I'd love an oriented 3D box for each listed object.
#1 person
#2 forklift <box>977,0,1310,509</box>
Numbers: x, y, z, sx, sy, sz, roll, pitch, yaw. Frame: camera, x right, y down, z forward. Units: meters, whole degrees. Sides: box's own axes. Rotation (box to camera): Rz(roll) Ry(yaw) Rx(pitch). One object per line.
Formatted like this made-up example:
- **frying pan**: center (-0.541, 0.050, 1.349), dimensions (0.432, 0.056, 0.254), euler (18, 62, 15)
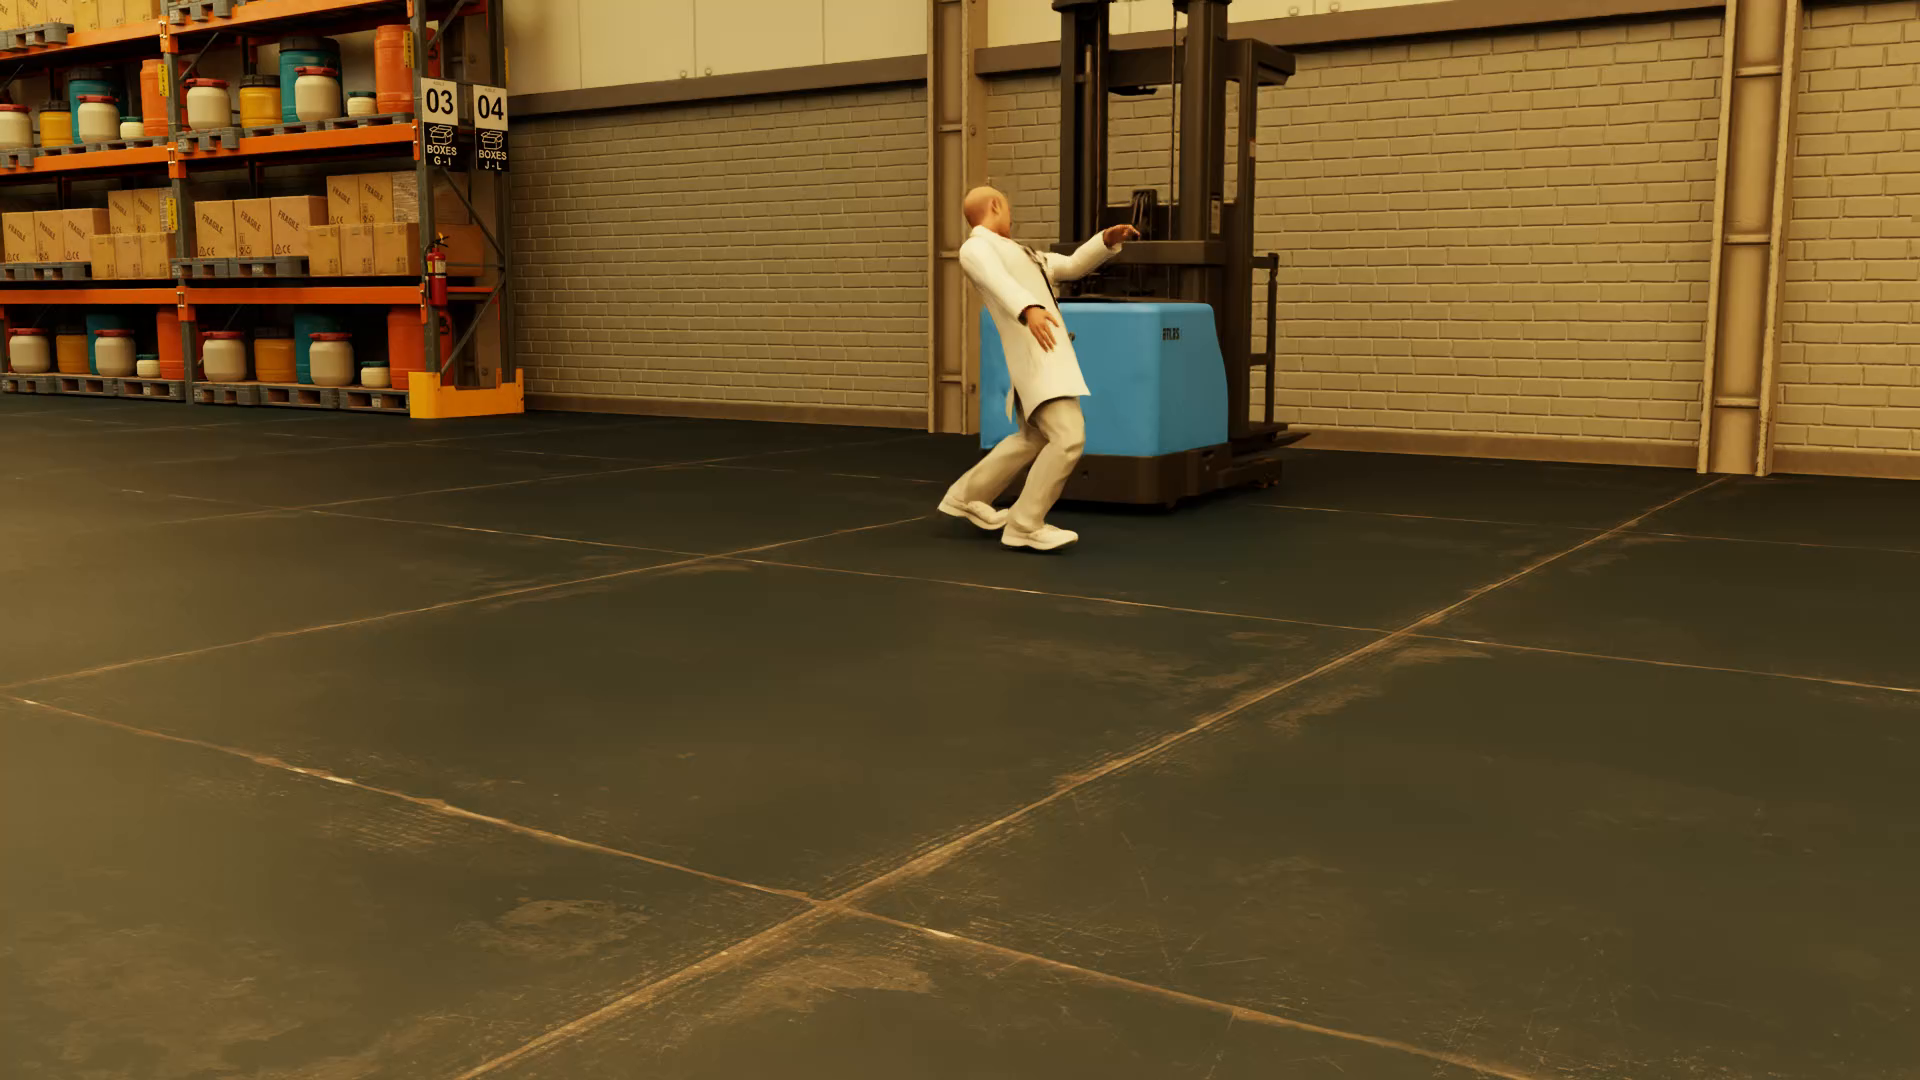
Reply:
- **person**: center (0.330, -0.750, 7.225), dimensions (0.898, 1.563, 0.977), euler (0, 8, 2)
- **forklift**: center (1.263, -1.775, 9.672), dimensions (1.130, 2.935, 3.031), euler (5, 9, 30)
